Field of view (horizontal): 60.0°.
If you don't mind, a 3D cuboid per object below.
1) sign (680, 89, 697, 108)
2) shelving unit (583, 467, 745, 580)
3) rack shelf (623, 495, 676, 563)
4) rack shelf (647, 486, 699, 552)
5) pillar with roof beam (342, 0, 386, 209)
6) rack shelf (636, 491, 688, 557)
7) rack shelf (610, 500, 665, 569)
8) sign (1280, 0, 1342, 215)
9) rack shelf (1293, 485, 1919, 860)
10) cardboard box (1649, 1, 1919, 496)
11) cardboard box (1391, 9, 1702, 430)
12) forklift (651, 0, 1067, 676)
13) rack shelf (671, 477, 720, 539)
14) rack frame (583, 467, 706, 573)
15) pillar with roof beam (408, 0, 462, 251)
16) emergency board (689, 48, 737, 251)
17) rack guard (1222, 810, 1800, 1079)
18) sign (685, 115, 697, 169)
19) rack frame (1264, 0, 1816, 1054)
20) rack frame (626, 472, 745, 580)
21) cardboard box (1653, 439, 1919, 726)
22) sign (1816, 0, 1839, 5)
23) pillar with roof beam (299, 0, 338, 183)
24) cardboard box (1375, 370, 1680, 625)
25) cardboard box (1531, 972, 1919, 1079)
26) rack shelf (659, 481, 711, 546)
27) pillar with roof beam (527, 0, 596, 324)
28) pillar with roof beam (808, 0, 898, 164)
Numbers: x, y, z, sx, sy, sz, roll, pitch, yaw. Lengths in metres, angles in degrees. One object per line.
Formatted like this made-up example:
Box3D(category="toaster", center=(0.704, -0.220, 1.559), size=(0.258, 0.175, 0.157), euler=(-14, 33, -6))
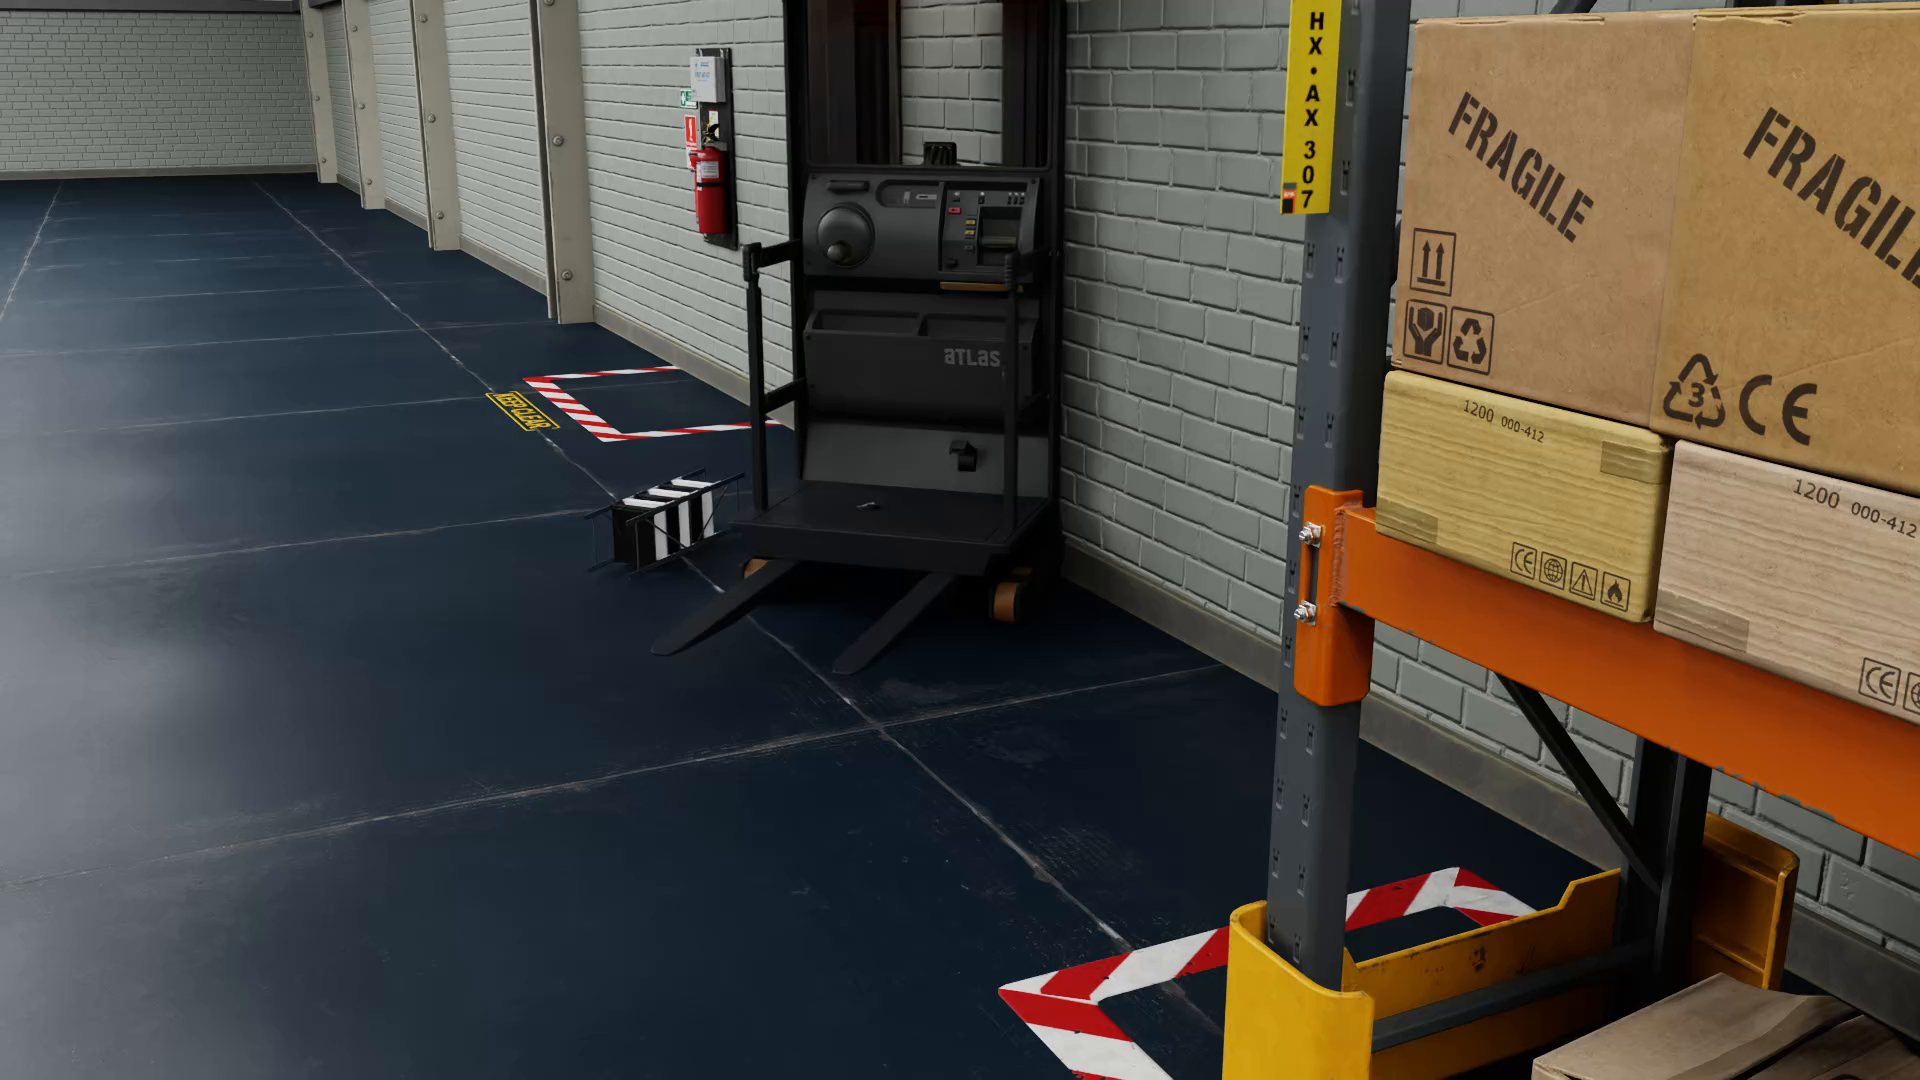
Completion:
Box3D(category="sign", center=(-1.711, -2.779, 10.471), size=(0.001, 0.109, 0.331), euler=(-8, 18, -25))
Box3D(category="shelving unit", center=(-1.224, -0.083, 7.008), size=(0.210, 0.258, 0.900), euler=(7, 17, 23))
Box3D(category="rack shelf", center=(-1.283, -0.046, 6.879), size=(0.200, 0.258, 0.077), euler=(7, 17, 23))
Box3D(category="rack shelf", center=(-1.211, -0.092, 7.037), size=(0.200, 0.258, 0.077), euler=(7, 17, 23))
Box3D(category="pillar with roof beam", center=(-12.263, -8.569, 20.797), size=(9.100, 9.000, 0.400), euler=(-8, 18, -25))
Box3D(category="rack shelf", center=(-1.247, -0.069, 6.958), size=(0.200, 0.258, 0.077), euler=(7, 17, 23))
Box3D(category="rack shelf", center=(-1.319, -0.024, 6.800), size=(0.200, 0.258, 0.077), euler=(7, 17, 23))
Box3D(category="sign", center=(0.549, -0.674, 2.592), size=(0.100, 0.325, 0.005), euler=(-8, 18, -25))
Box3D(category="rack shelf", center=(1.913, 0.518, 1.311), size=(1.077, 0.370, 4.000), euler=(-8, 18, -25))
Box3D(category="cardboard box", center=(1.183, -0.343, 1.884), size=(0.500, 0.500, 0.500), euler=(-8, 18, -25))
Box3D(category="cardboard box", center=(0.976, -0.467, 2.316), size=(0.500, 0.500, 0.500), euler=(-8, 18, -25))
Box3D(category="forklift", center=(-0.213, -1.214, 6.169), size=(1.130, 2.935, 3.031), euler=(5, 17, 16))
Box3D(category="rack shelf", center=(-1.139, -0.137, 7.196), size=(0.200, 0.258, 0.077), euler=(7, 17, 23))
Box3D(category="rack frame", center=(-1.317, -0.095, 7.047), size=(0.006, 0.240, 0.900), euler=(7, 17, 23))
Box3D(category="pillar with roof beam", center=(-9.634, -7.081, 15.612), size=(9.100, 9.000, 0.400), euler=(-8, 18, -25))
Box3D(category="emergency board", center=(-1.556, -2.360, 10.035), size=(0.194, 1.169, 0.643), euler=(-8, 18, -25))
Box3D(category="rack guard", center=(1.070, 0.897, 3.219), size=(1.175, 0.500, 0.348), euler=(-8, 18, -25))
Box3D(category="sign", center=(-1.705, -2.526, 10.551), size=(0.001, 0.329, 0.234), euler=(-8, 18, -25))
Box3D(category="rack frame", center=(1.037, -0.324, 2.940), size=(1.000, 3.000, 0.127), euler=(-8, 18, -25))
Box3D(category="rack frame", center=(-1.131, -0.072, 6.969), size=(0.006, 0.240, 0.900), euler=(7, 17, 23))
Box3D(category="cardboard box", center=(1.206, 0.025, 1.960), size=(0.500, 0.250, 0.500), euler=(-8, 18, -27))
Box3D(category="sign", center=(1.545, -1.094, 2.953), size=(0.100, 0.325, 0.005), euler=(-8, 18, -25))
Box3D(category="pillar with roof beam", center=(-14.892, -10.057, 25.981), size=(9.100, 9.000, 0.400), euler=(-8, 18, -25))
Box3D(category="cardboard box", center=(0.965, -0.102, 2.403), size=(0.500, 0.250, 0.500), euler=(-8, 18, -27))
Box3D(category="cardboard box", center=(1.259, 0.940, 2.615), size=(0.500, 0.311, 0.500), euler=(-10, 19, -31))
Box3D(category="rack shelf", center=(-1.175, -0.115, 7.117), size=(0.200, 0.258, 0.077), euler=(7, 17, 23))
Box3D(category="pillar with roof beam", center=(-7.006, -5.593, 10.428), size=(9.100, 9.000, 0.400), euler=(-8, 18, -25))
Box3D(category="pillar with roof beam", center=(-4.377, -4.106, 5.244), size=(9.100, 9.000, 0.400), euler=(-8, 18, -25))
